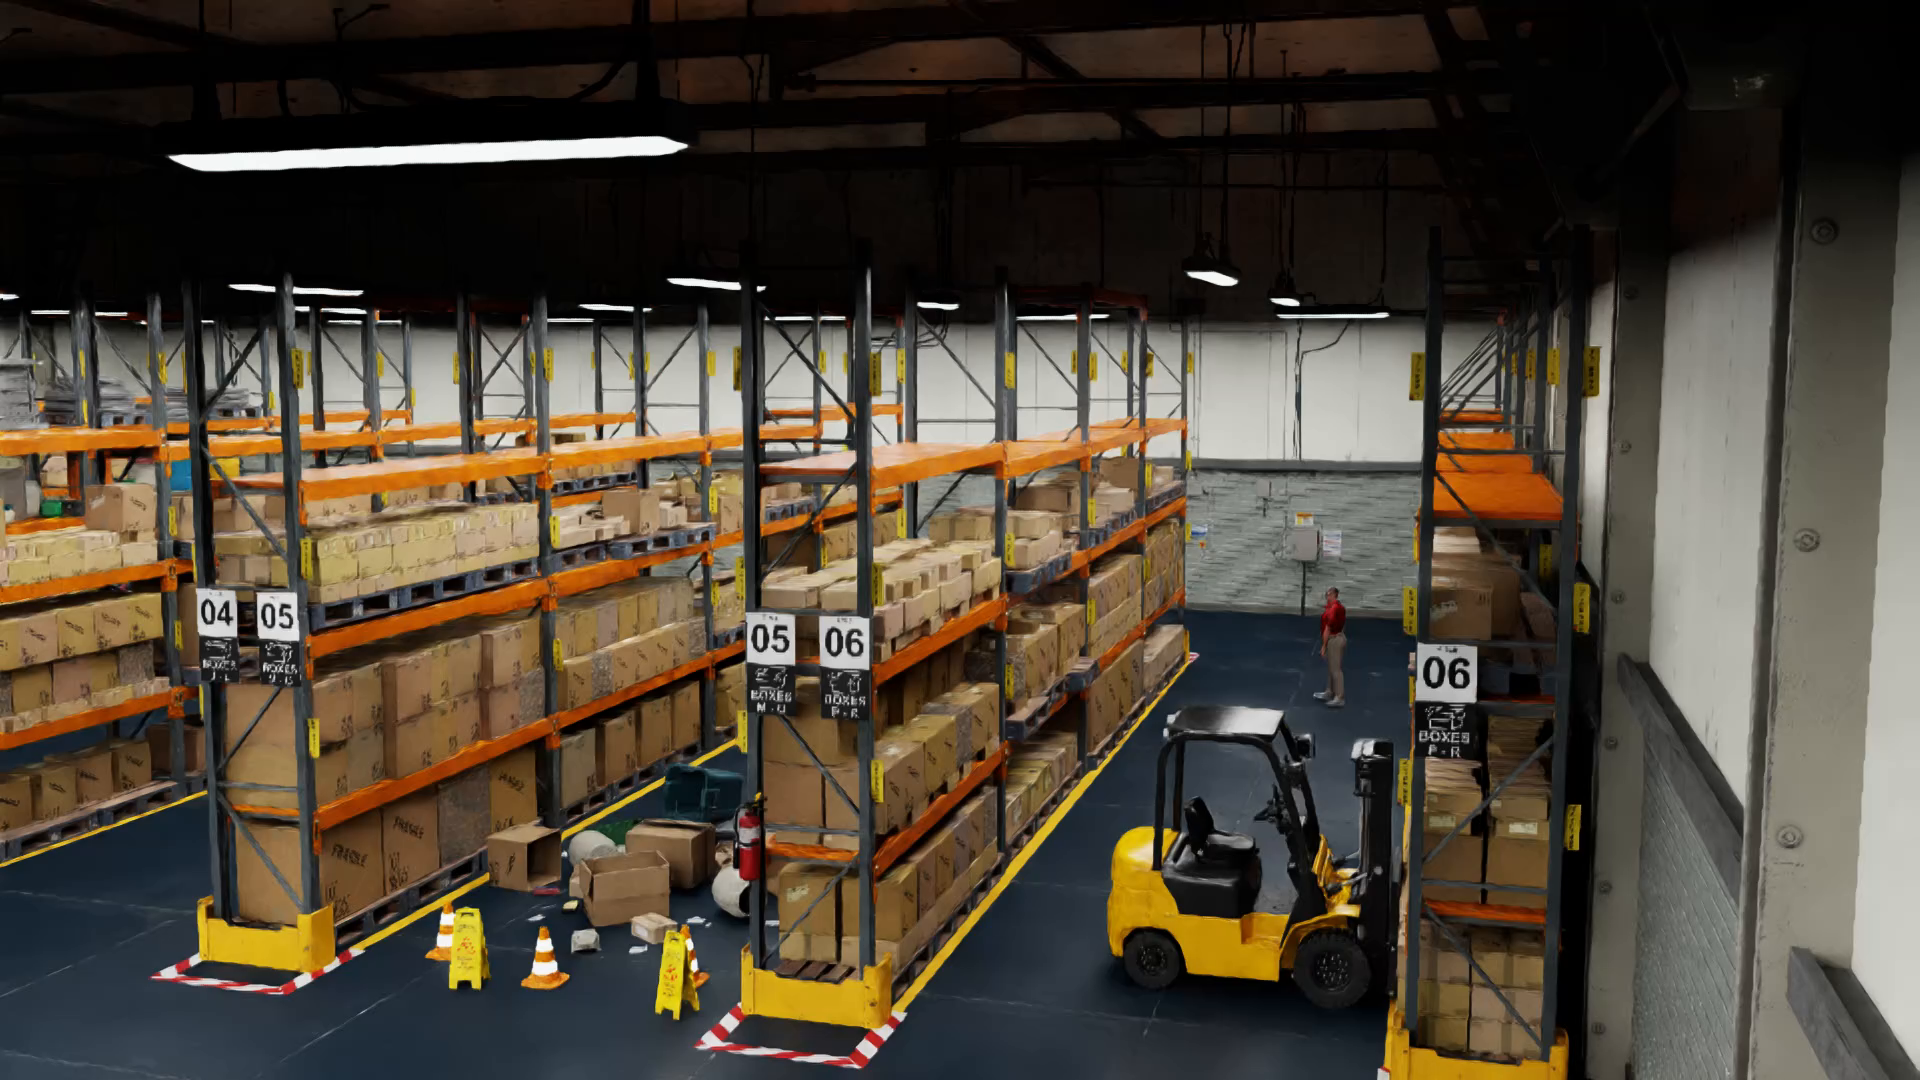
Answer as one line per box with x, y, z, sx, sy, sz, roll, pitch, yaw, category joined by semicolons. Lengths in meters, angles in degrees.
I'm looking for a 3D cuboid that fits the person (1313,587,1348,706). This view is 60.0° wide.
5.485;1.549;24.590;0.579;1.713;0.672;4;7;30;person
